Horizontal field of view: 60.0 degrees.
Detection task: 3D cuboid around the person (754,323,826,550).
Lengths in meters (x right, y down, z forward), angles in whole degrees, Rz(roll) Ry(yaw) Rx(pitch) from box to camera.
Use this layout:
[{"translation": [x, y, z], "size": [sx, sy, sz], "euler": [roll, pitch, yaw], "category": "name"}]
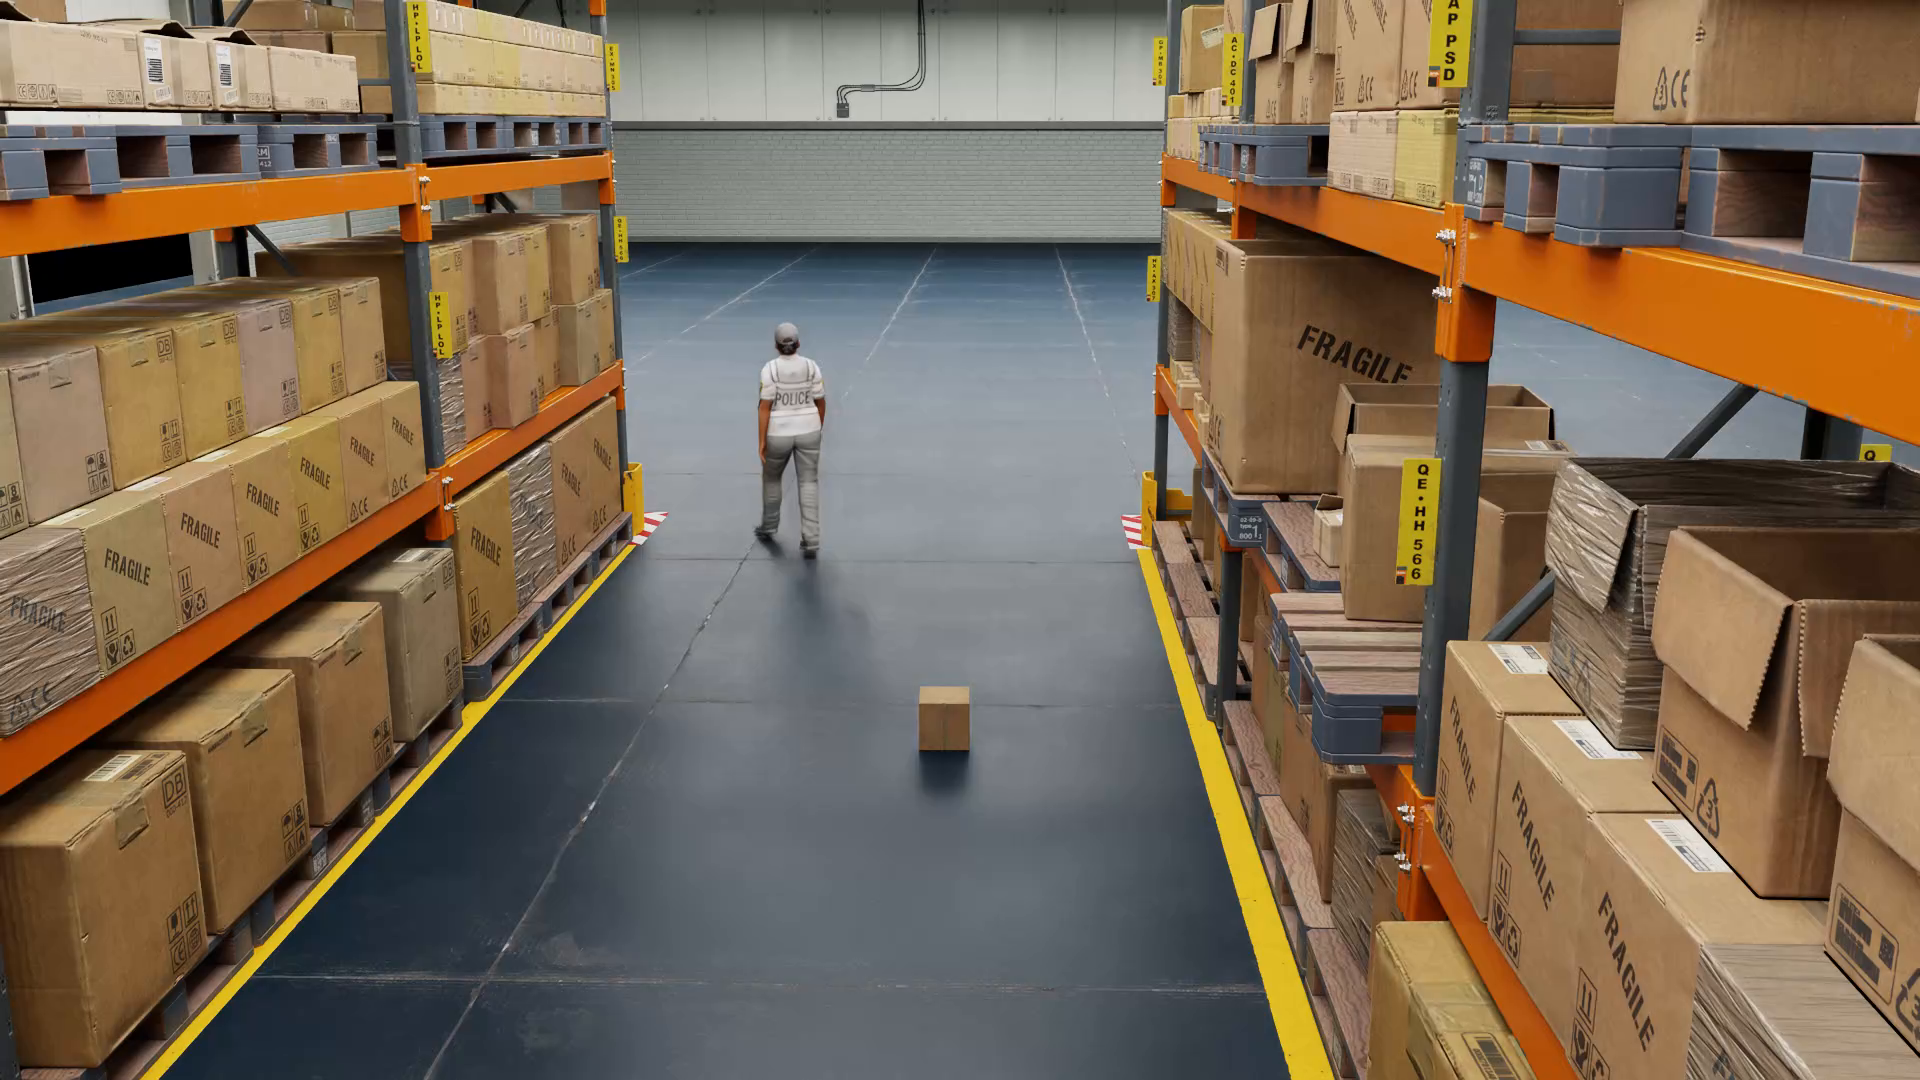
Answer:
[{"translation": [-1.233, -0.778, 12.068], "size": [0.511, 1.617, 0.940], "euler": [-3, 14, -13], "category": "person"}]
